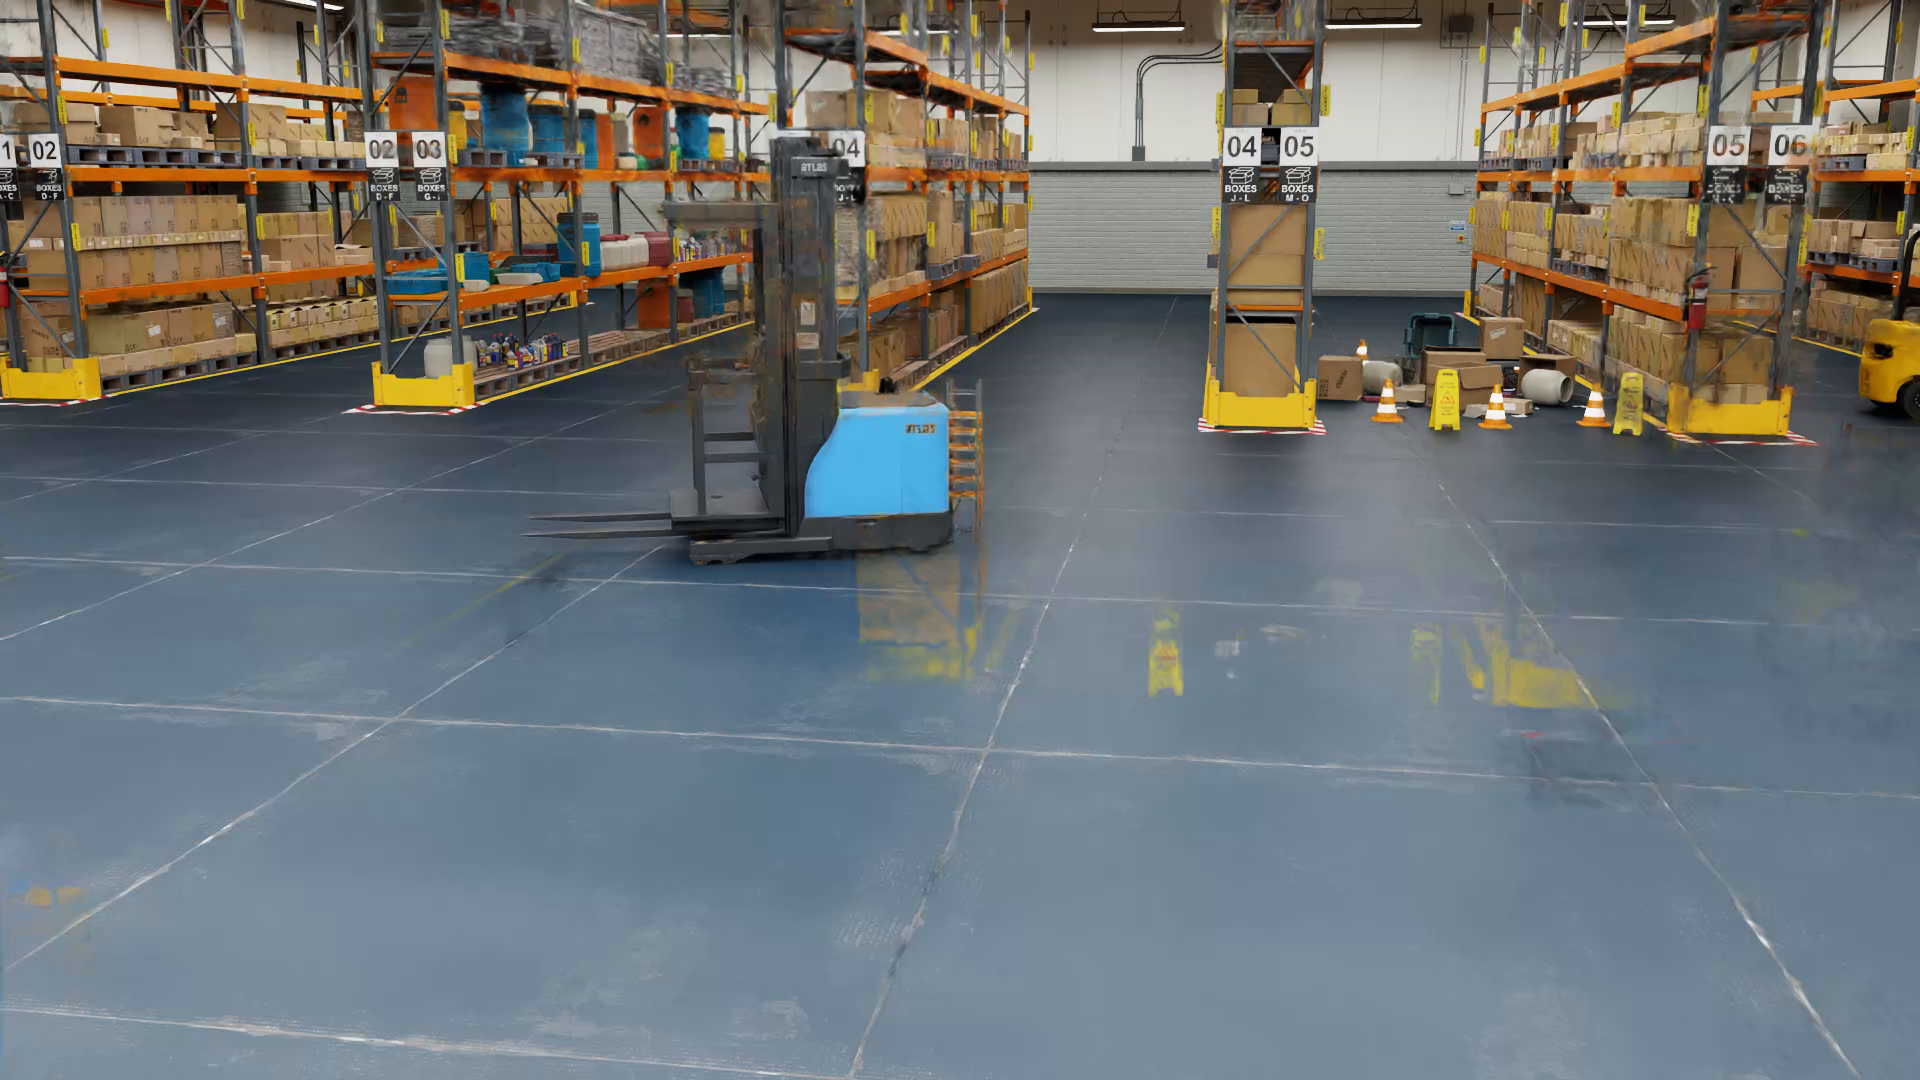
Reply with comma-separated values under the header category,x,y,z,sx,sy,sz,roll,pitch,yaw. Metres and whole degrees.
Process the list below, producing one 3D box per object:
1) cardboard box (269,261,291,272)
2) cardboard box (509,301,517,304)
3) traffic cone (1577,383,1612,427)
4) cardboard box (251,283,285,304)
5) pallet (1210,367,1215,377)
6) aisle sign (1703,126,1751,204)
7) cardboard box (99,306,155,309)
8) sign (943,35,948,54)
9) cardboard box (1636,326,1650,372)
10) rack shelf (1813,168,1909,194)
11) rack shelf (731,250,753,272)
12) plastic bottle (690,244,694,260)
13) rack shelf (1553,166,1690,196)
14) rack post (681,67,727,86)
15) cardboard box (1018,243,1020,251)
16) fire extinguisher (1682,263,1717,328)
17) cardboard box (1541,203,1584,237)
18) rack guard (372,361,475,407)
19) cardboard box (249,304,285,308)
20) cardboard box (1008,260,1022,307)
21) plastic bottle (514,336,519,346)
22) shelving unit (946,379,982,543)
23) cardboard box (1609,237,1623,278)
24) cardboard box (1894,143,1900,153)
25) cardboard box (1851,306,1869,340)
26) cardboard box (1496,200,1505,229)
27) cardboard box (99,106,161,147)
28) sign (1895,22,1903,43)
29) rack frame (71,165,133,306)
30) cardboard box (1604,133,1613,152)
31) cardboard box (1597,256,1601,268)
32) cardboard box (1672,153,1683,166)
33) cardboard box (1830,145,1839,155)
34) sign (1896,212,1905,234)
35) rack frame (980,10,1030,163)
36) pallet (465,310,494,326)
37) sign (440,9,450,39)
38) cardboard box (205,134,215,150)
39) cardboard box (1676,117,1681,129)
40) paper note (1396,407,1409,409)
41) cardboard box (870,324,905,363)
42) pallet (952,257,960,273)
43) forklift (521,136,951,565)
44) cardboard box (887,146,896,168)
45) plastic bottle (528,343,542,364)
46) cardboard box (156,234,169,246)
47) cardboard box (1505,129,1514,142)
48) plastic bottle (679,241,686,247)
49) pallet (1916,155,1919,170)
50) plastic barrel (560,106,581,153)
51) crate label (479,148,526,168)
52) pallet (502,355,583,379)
category,x,y,z,sx,sy,sz,roll,pitch,yaw
cardboard box,-10.388,-4.147,25.211,0.380,0.149,0.250,2,12,9
cardboard box,-9.094,-4.848,33.549,0.380,0.166,0.250,2,12,9
traffic cone,7.030,-1.507,18.390,0.336,0.463,0.334,2,12,9
cardboard box,-14.174,-5.053,33.754,0.700,0.500,0.500,2,12,9
pallet,3.753,-2.069,21.595,1.003,0.211,1.213,2,12,9
aisle sign,7.943,-3.884,17.223,0.394,0.787,0.004,2,12,9
cardboard box,-11.335,-2.921,22.676,0.500,0.500,0.500,2,12,9
sign,-0.252,-8.925,29.954,0.100,0.325,0.005,2,12,9
cardboard box,8.266,-2.233,19.484,0.500,0.500,0.500,2,12,7
rack shelf,14.682,-5.653,26.190,1.077,0.370,4.000,2,12,9
rack shelf,-4.294,-5.661,33.347,1.077,0.370,4.000,2,12,9
plastic bottle,-4.659,-4.975,28.765,0.097,0.271,0.097,0,12,0
rack shelf,9.162,-4.980,23.069,1.077,0.370,4.000,2,12,9
rack post,-4.762,-8.317,29.906,0.937,0.300,0.954,2,12,8
cardboard box,0.983,-5.794,32.854,0.380,0.149,0.250,2,12,9
fire extinguisher,7.766,-2.570,17.480,0.296,0.674,0.183,2,12,9
cardboard box,9.290,-4.935,25.664,0.500,0.500,0.500,2,12,7
rack guard,-6.482,-1.893,20.092,1.175,0.500,0.348,2,12,9
cardboard box,-10.794,-3.533,25.966,0.500,0.311,0.500,2,12,8
cardboard box,0.748,-5.109,33.128,0.875,0.875,0.875,2,12,9
plastic bottle,-6.314,-2.760,23.611,0.097,0.271,0.097,0,12,0
shelving unit,0.029,-0.586,12.363,0.258,1.200,0.189,1,12,7
cardboard box,8.511,-3.561,20.952,0.500,0.500,0.500,2,12,8
cardboard box,14.316,-5.898,25.032,0.380,0.149,0.250,2,12,10
cardboard box,14.392,-3.413,26.146,0.500,0.500,0.500,2,12,11
cardboard box,9.970,-5.864,29.975,0.500,0.500,0.500,2,12,8
cardboard box,-10.816,-5.385,21.674,0.500,0.500,0.500,2,12,9
sign,15.539,-8.404,27.537,0.100,0.325,0.005,2,12,9
rack frame,-15.006,-5.084,28.965,1.000,3.000,0.127,2,12,9
cardboard box,8.884,-5.279,22.107,0.500,0.250,0.500,2,12,9
cardboard box,8.719,-3.702,22.150,0.380,0.149,0.250,2,12,7
cardboard box,8.194,-4.254,18.590,0.380,0.149,0.250,2,12,8
cardboard box,14.411,-6.344,27.053,0.380,0.149,0.250,2,12,9
sign,13.837,-4.664,24.457,0.100,0.325,0.005,2,12,9
rack frame,0.908,-9.201,33.826,1.000,3.000,0.127,2,12,9
pallet,-9.583,-4.223,31.590,1.003,0.211,1.213,2,12,9
sign,-5.904,-5.910,19.051,0.100,0.325,0.005,2,12,9
cardboard box,-14.635,-7.467,31.622,0.700,0.500,0.500,1,12,6
cardboard box,8.299,-4.691,18.725,0.380,0.149,0.250,2,12,7
paper note,5.245,-1.566,19.692,0.144,0.017,0.142,7,14,28
cardboard box,-1.039,-2.671,22.706,0.500,0.500,0.500,1,12,7
pallet,-0.587,-4.096,24.833,1.003,0.211,1.213,2,12,9
forklift,-1.635,-1.378,11.930,3.031,2.935,1.130,-2,12,-10
cardboard box,-1.070,-4.633,20.106,0.500,0.250,0.500,2,12,8
plastic bottle,-5.754,-2.530,22.533,0.152,0.276,0.135,2,12,10
cardboard box,-10.831,-4.020,22.249,0.380,0.149,0.250,2,12,9
cardboard box,10.260,-7.167,30.030,0.797,0.503,0.637,3,12,13
plastic bottle,-5.041,-5.254,30.045,0.152,0.276,0.135,2,12,9
pallet,14.358,-5.351,23.533,1.213,0.211,1.003,2,12,11
plastic barrel,-5.868,-5.891,24.398,0.600,0.901,0.600,0,12,0
crate label,-5.833,-4.870,21.206,0.502,0.251,0.408,2,12,9
pallet,-5.976,-2.429,23.263,1.003,0.211,1.213,2,12,9
